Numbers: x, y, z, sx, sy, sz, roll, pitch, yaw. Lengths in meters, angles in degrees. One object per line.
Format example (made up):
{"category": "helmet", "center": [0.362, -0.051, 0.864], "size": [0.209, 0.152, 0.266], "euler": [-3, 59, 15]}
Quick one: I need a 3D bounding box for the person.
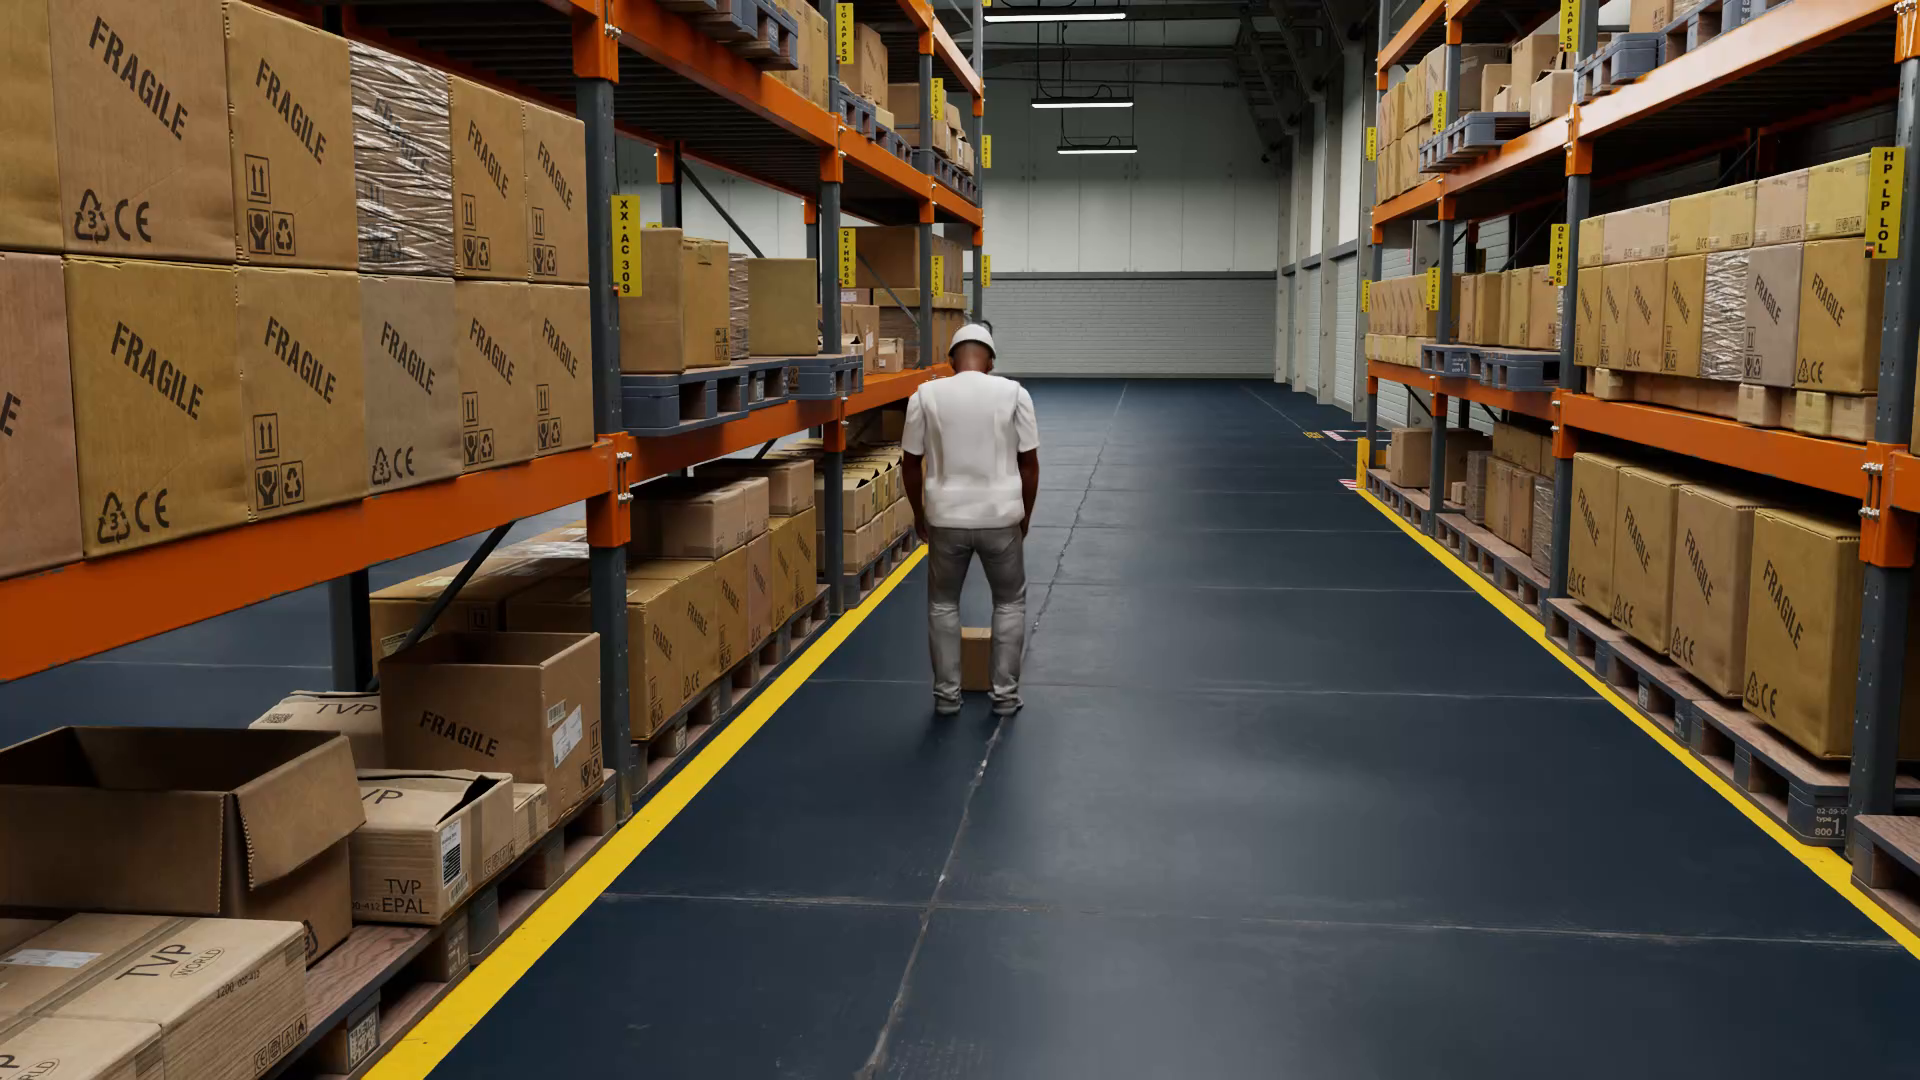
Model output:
{"category": "person", "center": [0.044, -0.092, 7.225], "size": [0.602, 1.682, 0.511], "euler": [1, 8, 7]}
